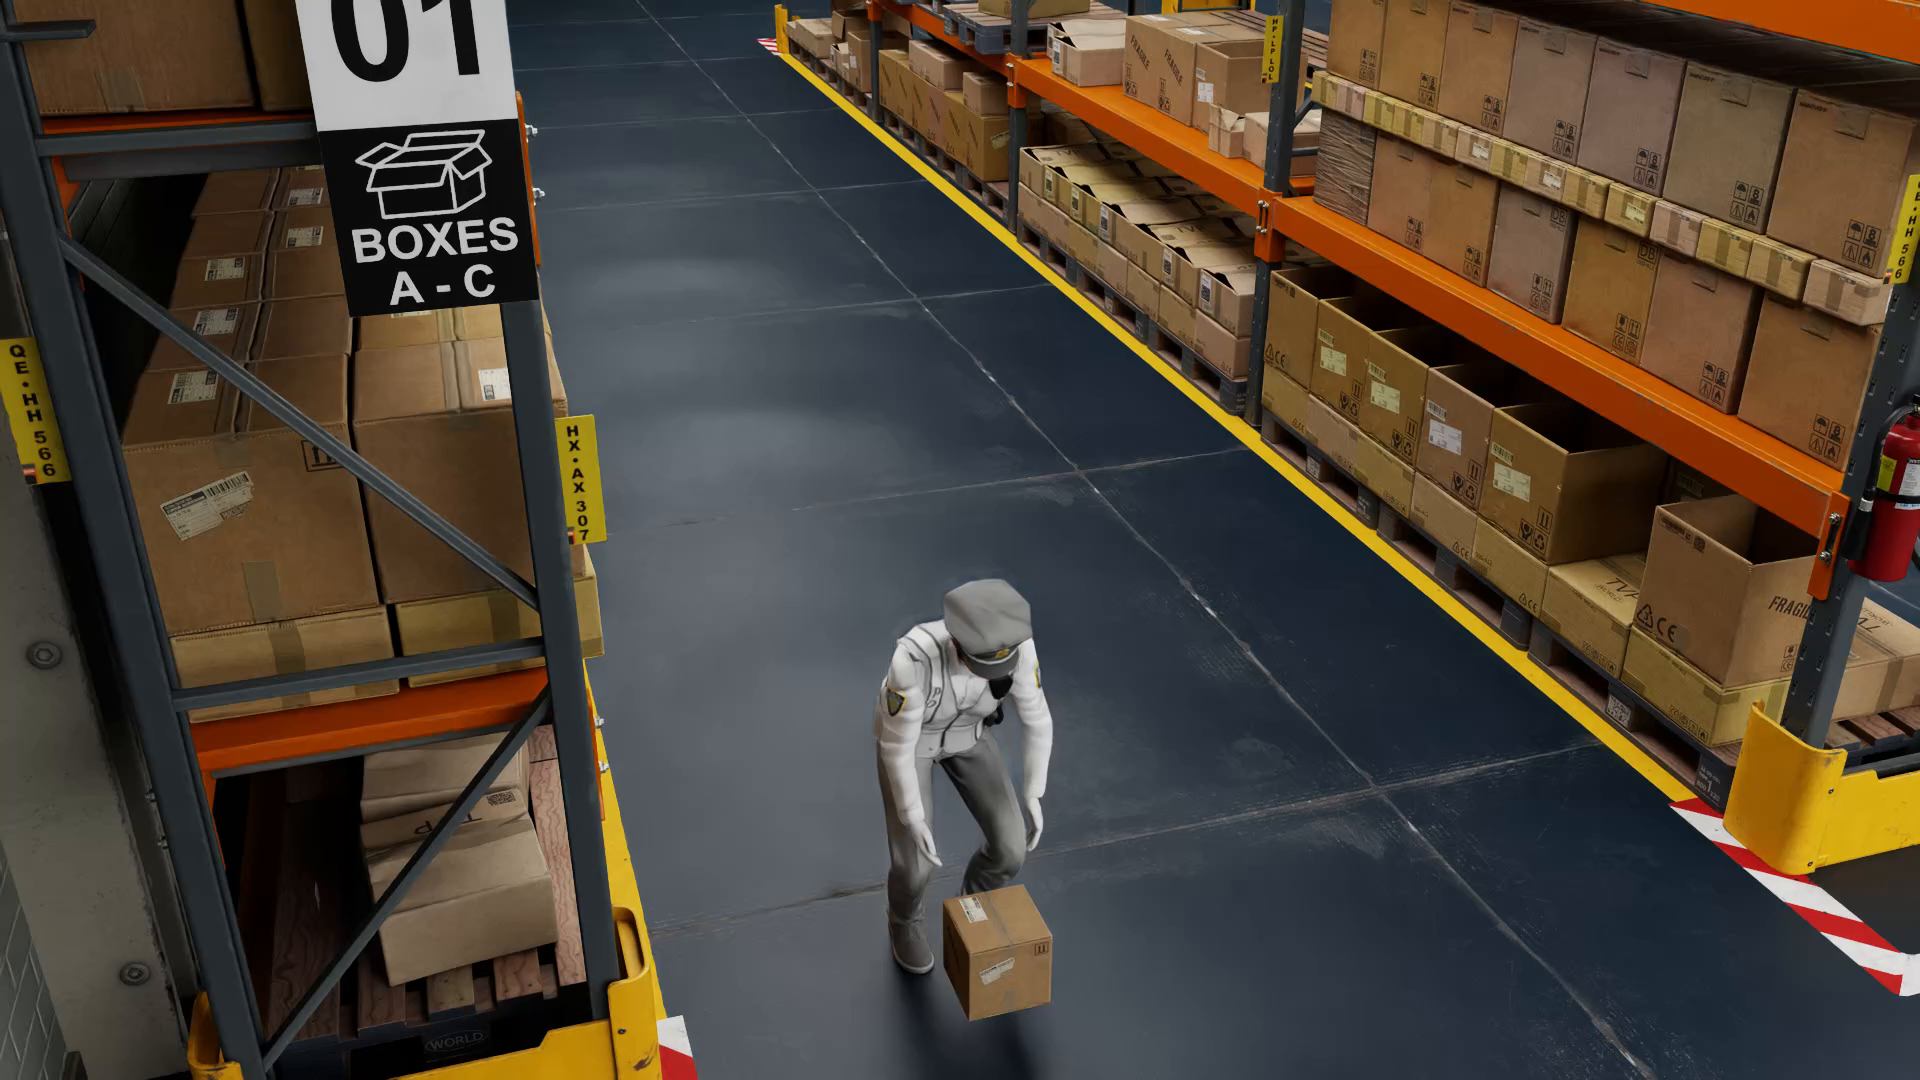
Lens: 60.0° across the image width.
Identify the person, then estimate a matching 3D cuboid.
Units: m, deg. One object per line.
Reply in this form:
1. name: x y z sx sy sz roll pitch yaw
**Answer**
1. person: -0.009 0.379 4.871 0.380 0.694 0.683 -8 28 -16
